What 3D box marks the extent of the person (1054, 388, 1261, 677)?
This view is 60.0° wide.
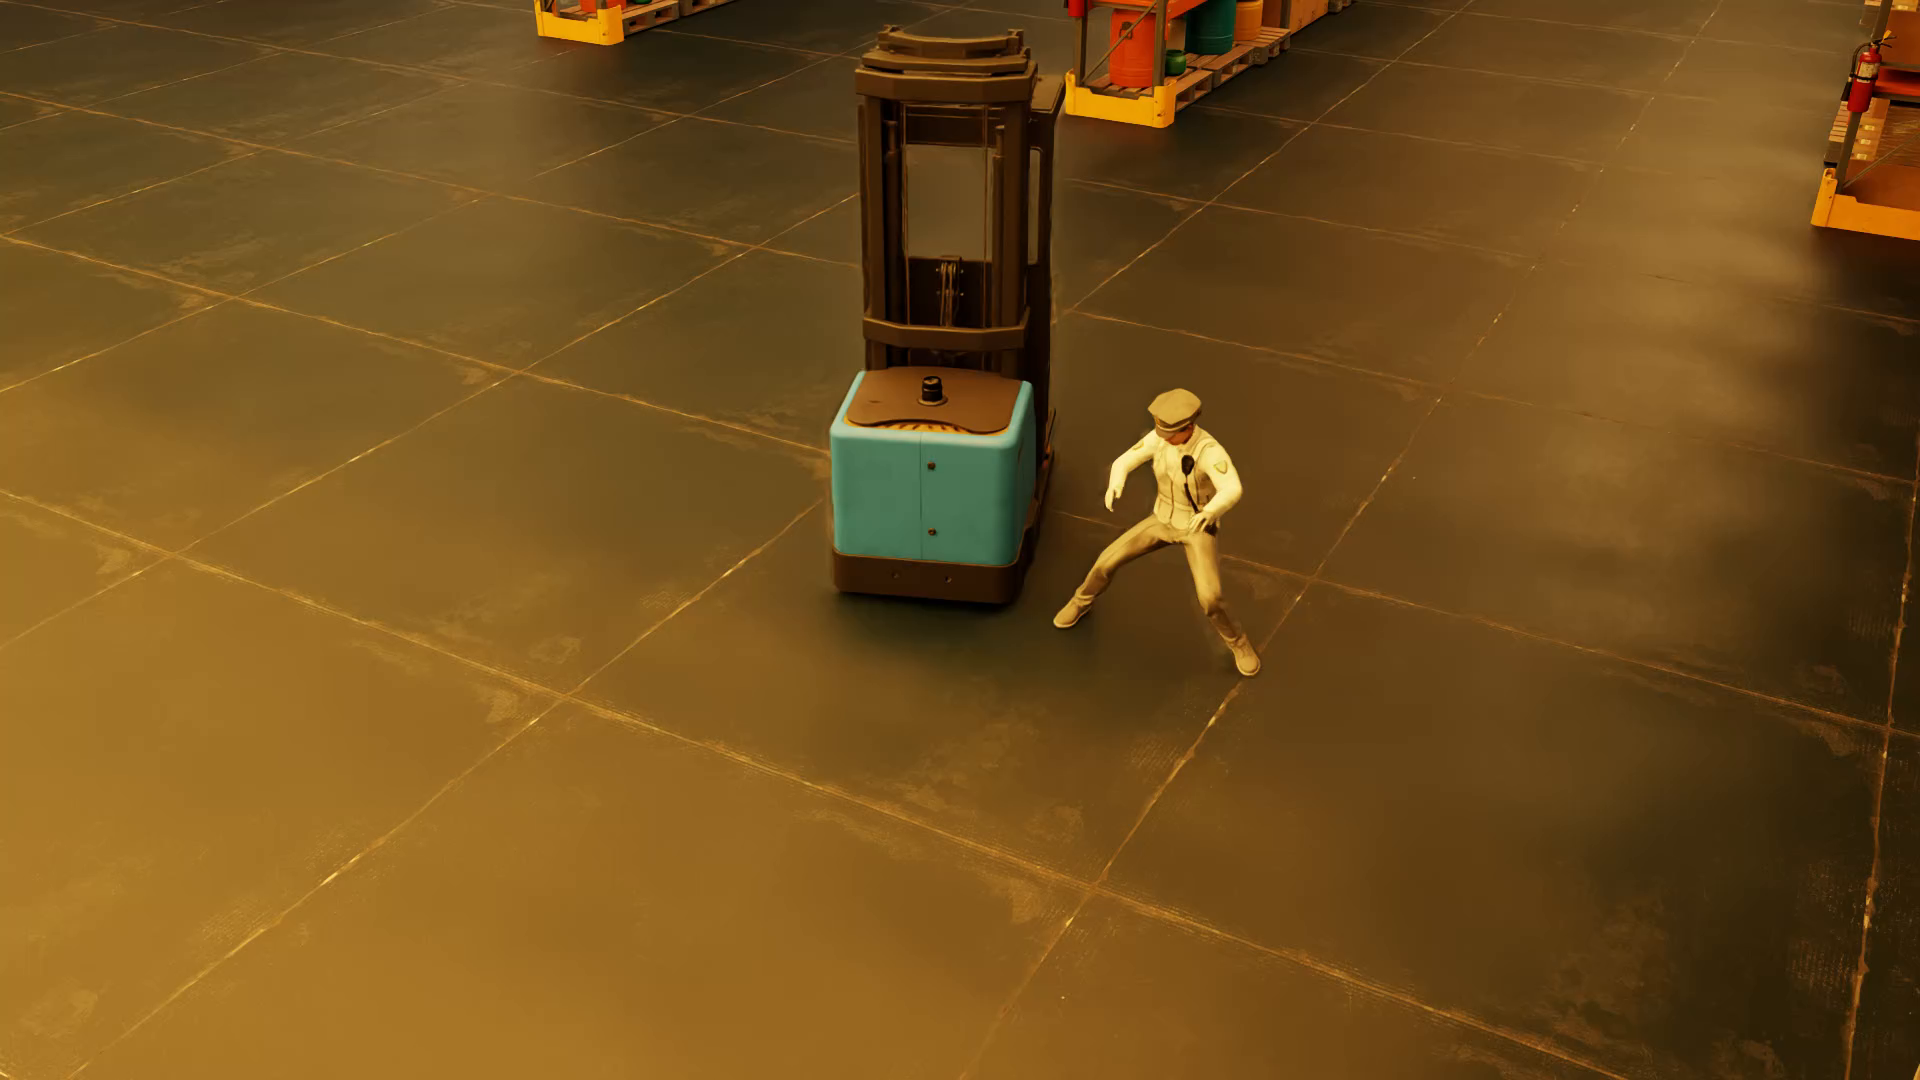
[{"bbox_3d":[1.088,-0.063,8.660,0.634,1.449,1.140,-24,38,-35],"label":"person"}]

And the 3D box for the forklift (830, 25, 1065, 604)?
[{"bbox_3d":[0.013,-1.632,9.898,1.130,2.935,3.031,4,30,7],"label":"forklift"}]
